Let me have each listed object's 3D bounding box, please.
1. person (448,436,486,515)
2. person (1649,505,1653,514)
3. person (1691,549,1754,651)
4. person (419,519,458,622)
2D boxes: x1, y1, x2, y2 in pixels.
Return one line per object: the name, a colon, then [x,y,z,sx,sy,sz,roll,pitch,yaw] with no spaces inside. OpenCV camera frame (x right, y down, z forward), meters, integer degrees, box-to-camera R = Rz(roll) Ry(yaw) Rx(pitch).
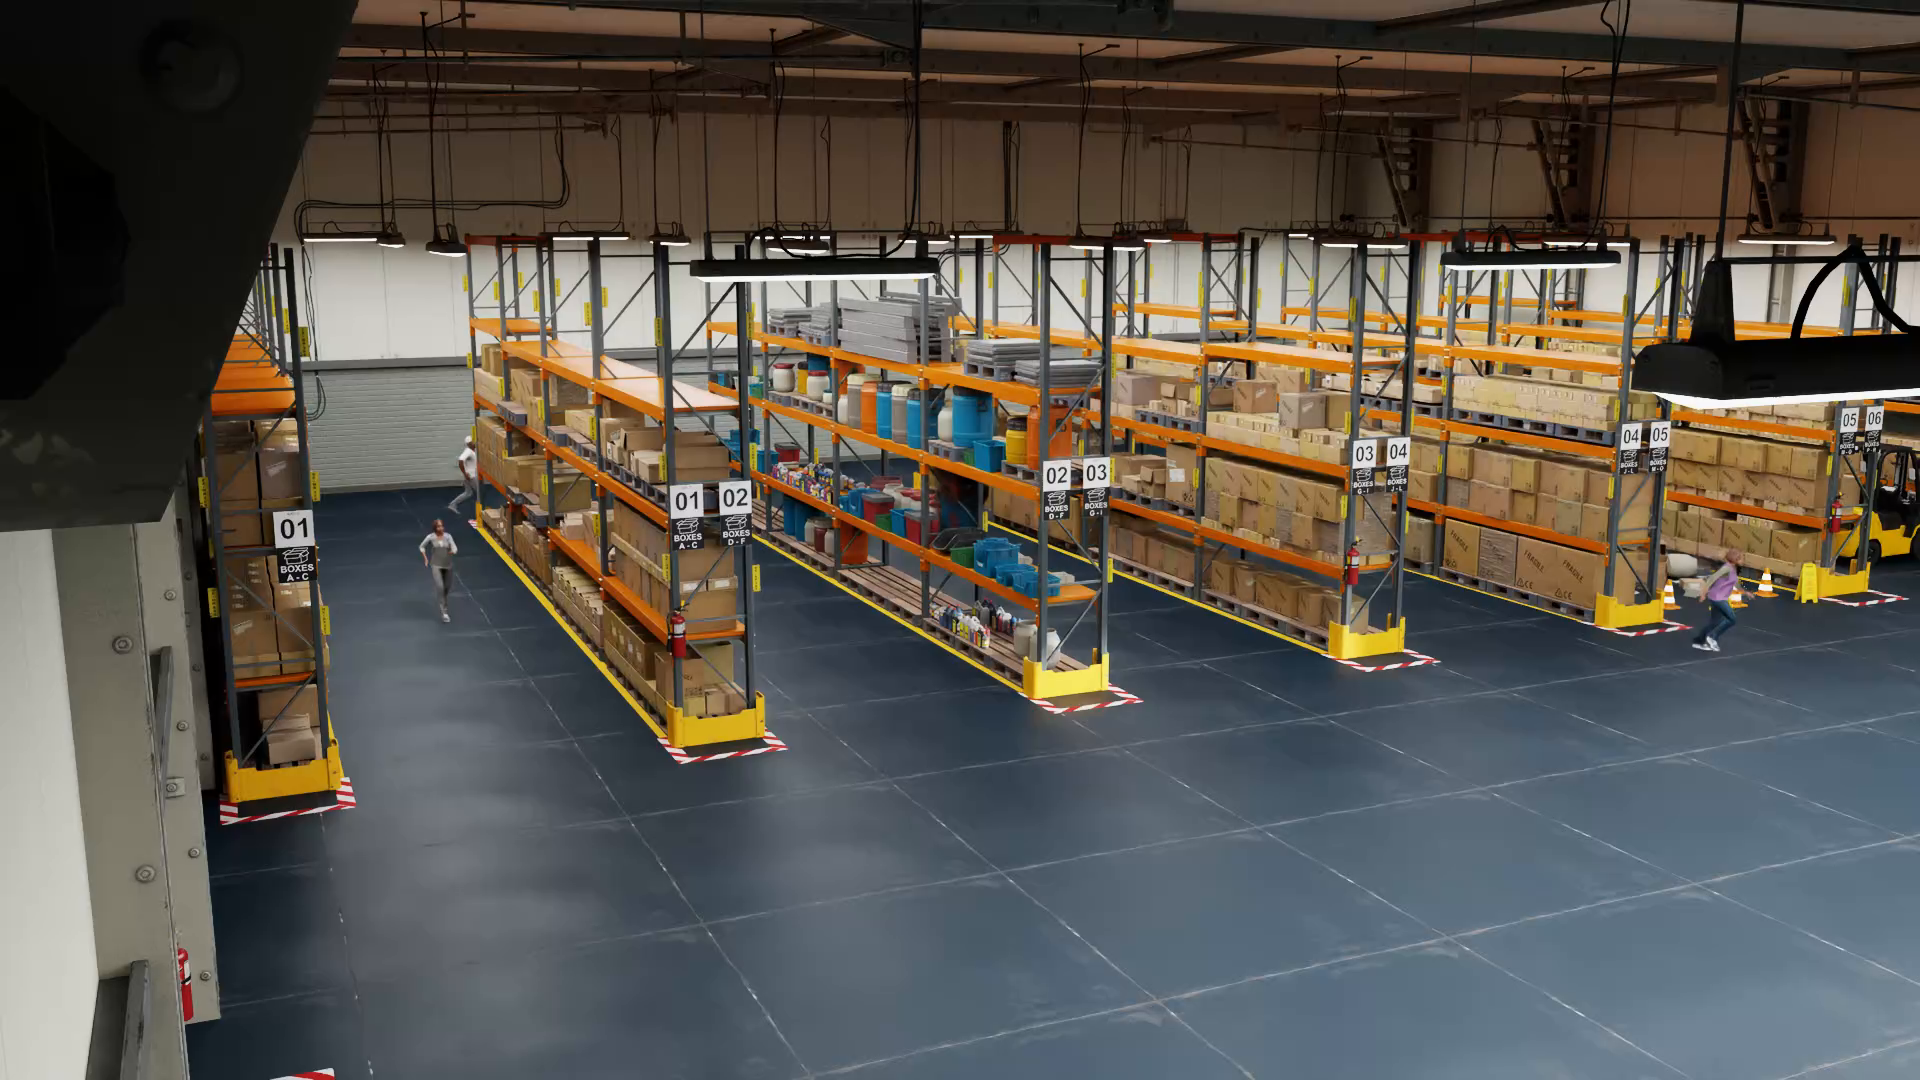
person: [-10.431,-1.342,35.398,0.981,1.762,0.708,-4,12,-20]
person: [14.850,-1.280,35.890,0.781,1.485,0.644,8,13,35]
person: [11.238,0.884,24.453,0.775,1.536,0.520,6,13,29]
person: [-8.279,0.448,26.502,0.543,1.592,0.888,-7,13,-31]
